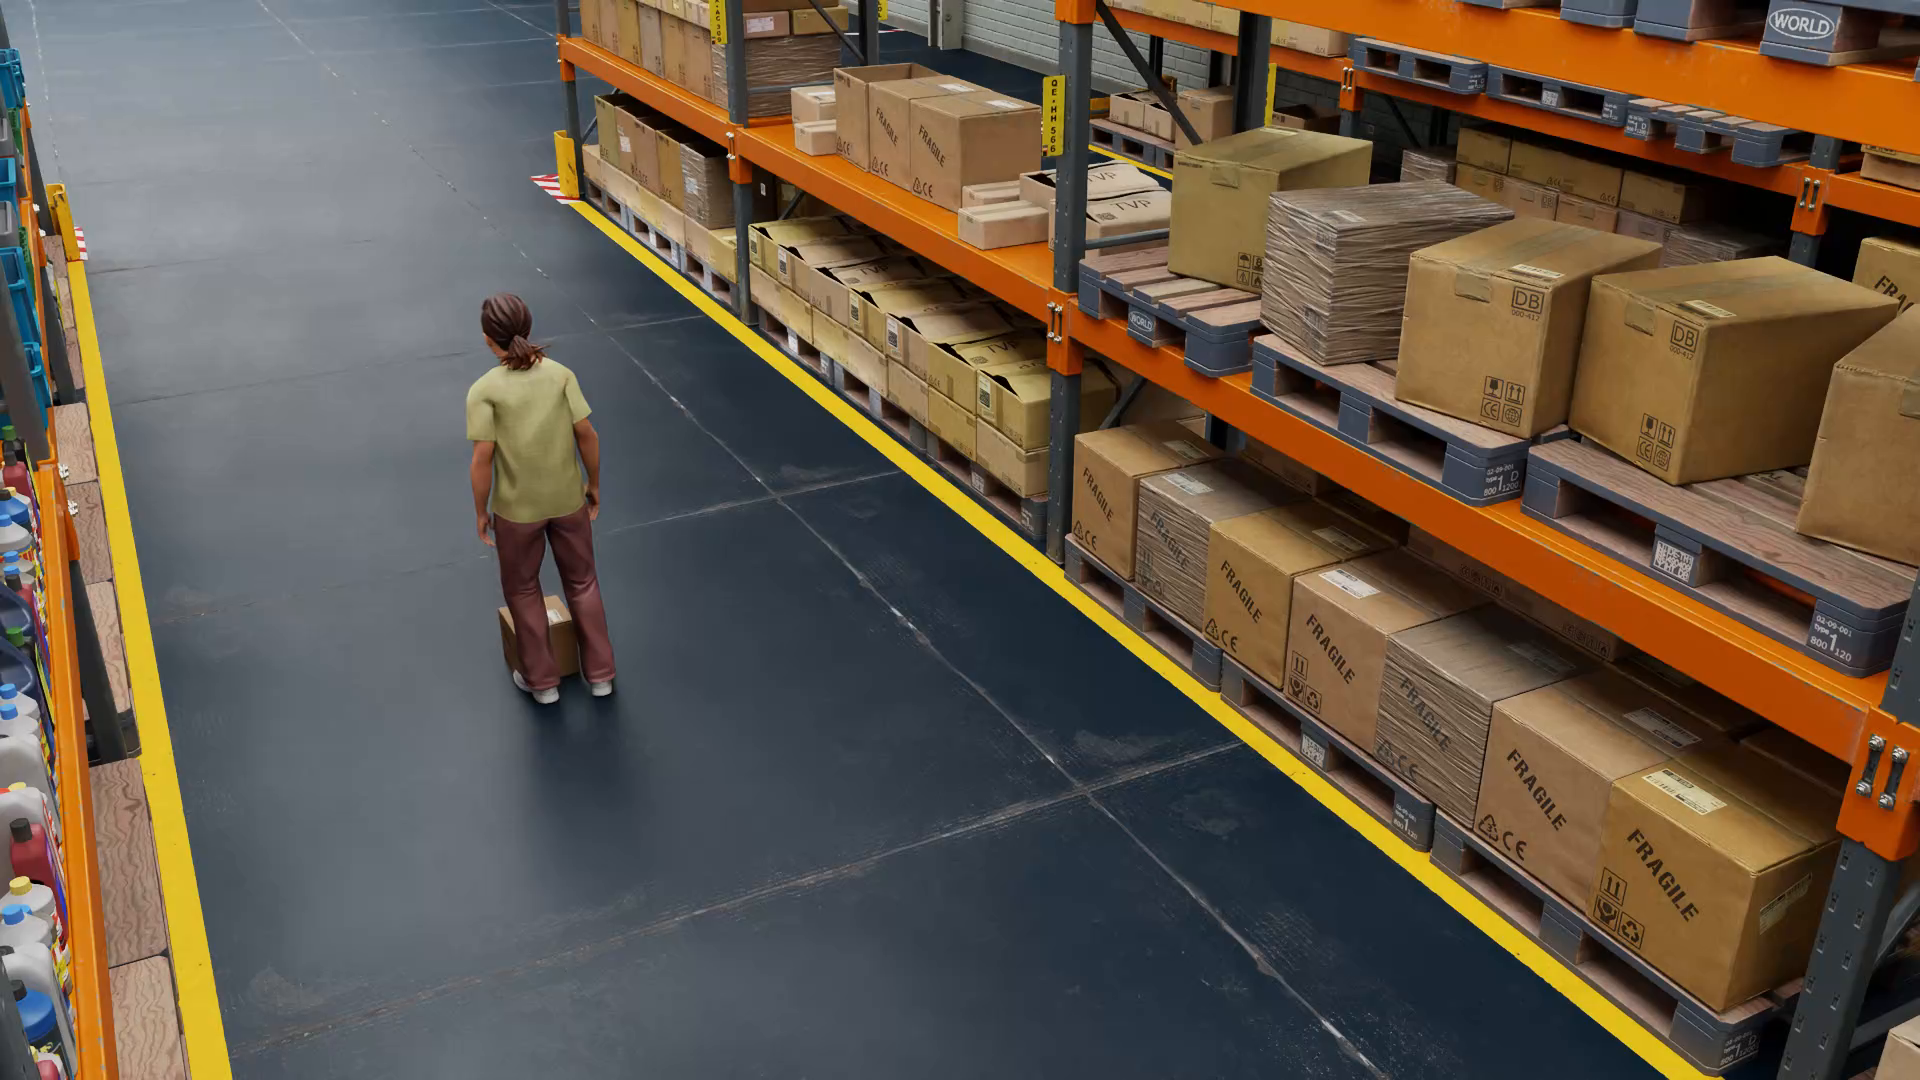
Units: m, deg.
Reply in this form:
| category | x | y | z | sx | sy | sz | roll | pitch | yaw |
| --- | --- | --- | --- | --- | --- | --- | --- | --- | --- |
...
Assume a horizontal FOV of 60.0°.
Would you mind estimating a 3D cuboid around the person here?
| category | x | y | z | sx | sy | sz | roll | pitch | yaw |
| --- | --- | --- | --- | --- | --- | --- | --- | --- | --- |
| person | -1.634 | -0.141 | 6.408 | 0.511 | 1.671 | 0.416 | -15 | 29 | -28 |
